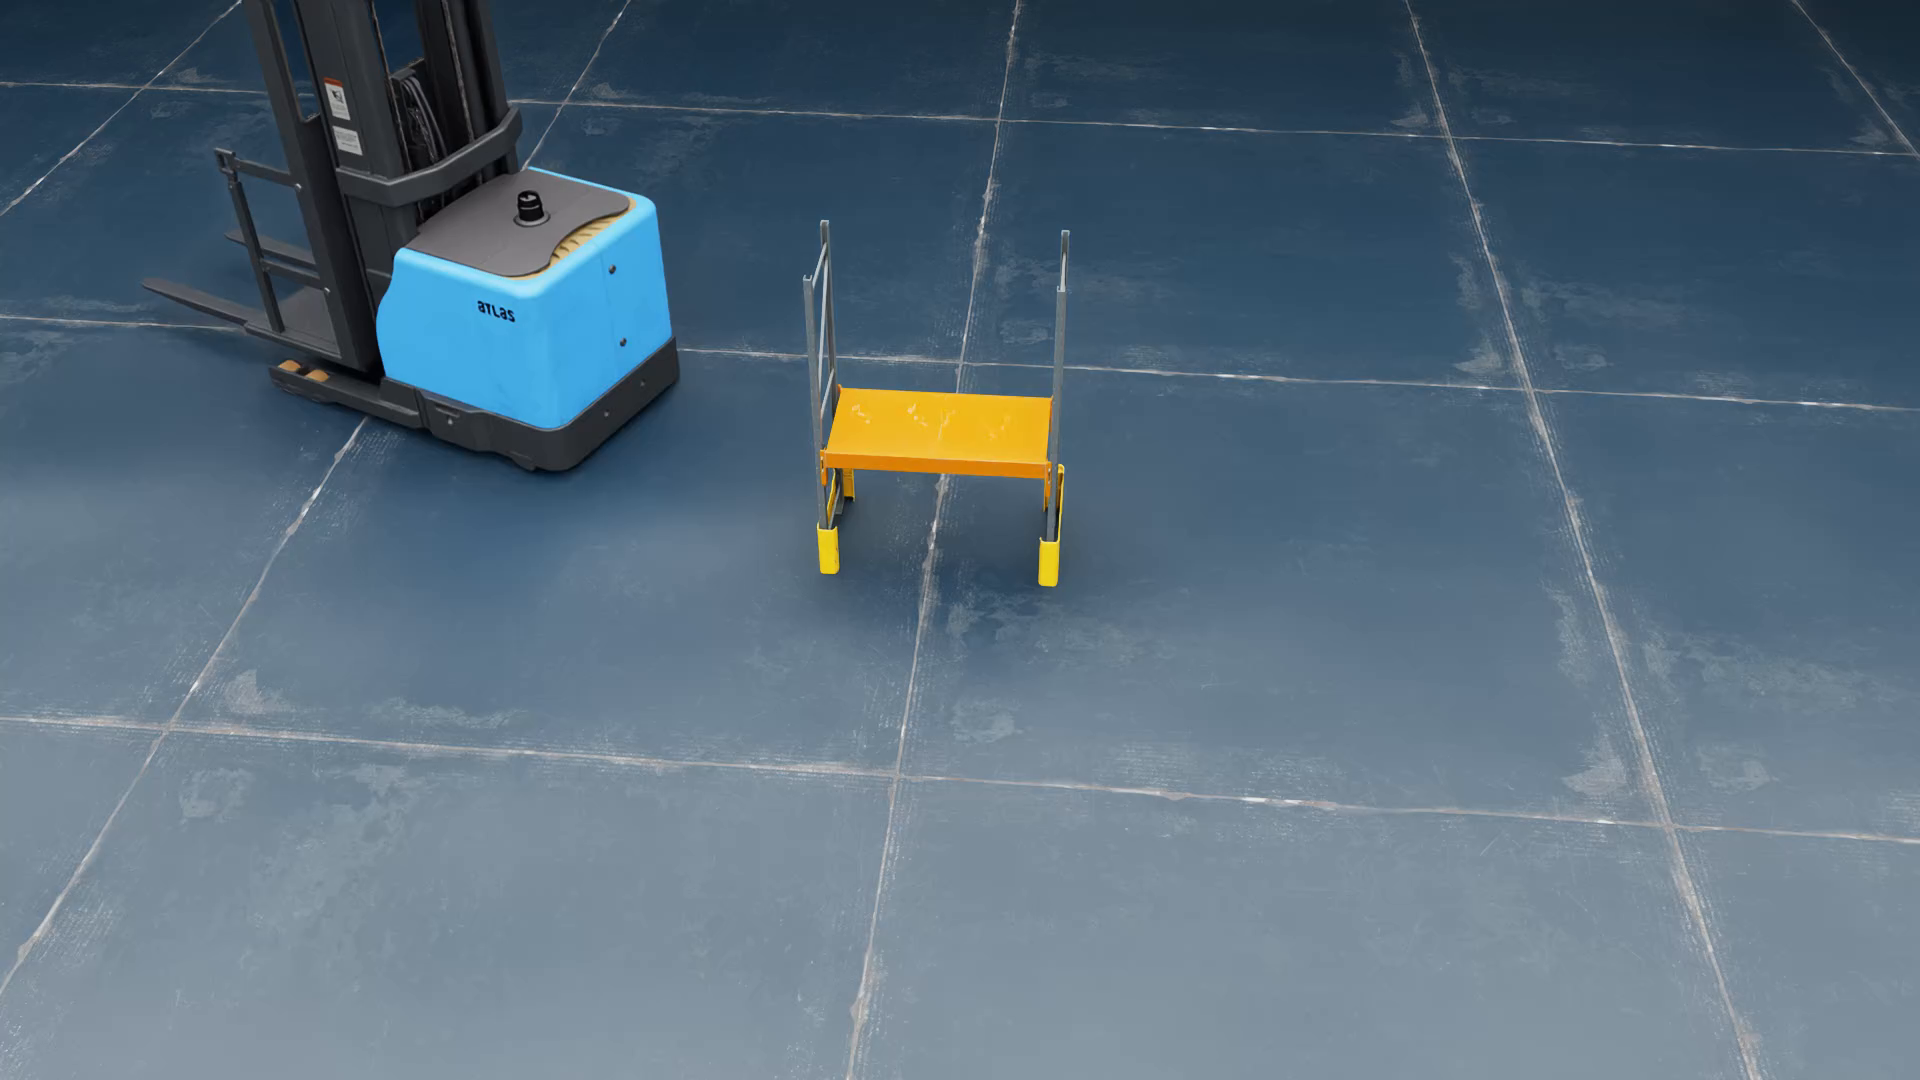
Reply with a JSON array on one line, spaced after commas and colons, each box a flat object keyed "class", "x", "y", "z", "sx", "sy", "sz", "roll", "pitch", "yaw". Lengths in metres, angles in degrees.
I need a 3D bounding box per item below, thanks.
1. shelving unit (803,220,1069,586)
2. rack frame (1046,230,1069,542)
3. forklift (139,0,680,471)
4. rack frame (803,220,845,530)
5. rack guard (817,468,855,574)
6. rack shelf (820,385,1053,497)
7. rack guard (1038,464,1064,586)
[{"class": "shelving unit", "x": -0.076, "y": -0.586, "z": 7.282, "sx": 1.083, "sy": 1.500, "sz": 0.587, "roll": 3, "pitch": 39, "yaw": 4}, {"class": "rack frame", "x": 0.421, "y": -0.559, "z": 7.248, "sx": 0.032, "sy": 1.500, "sz": 0.500, "roll": 3, "pitch": 39, "yaw": 4}, {"class": "forklift", "x": -3.015, "y": -2.125, "z": 8.039, "sx": 3.031, "sy": 2.935, "sz": 1.130, "roll": 18, "pitch": 43, "yaw": 21}, {"class": "rack frame", "x": -0.591, "y": -0.614, "z": 7.316, "sx": 0.032, "sy": 1.500, "sz": 0.500, "roll": 3, "pitch": 39, "yaw": 4}, {"class": "rack guard", "x": -0.572, "y": -0.128, "z": 7.710, "sx": 0.087, "sy": 0.250, "sz": 0.587, "roll": 3, "pitch": 39, "yaw": 4}, {"class": "rack shelf", "x": -0.085, "y": -0.447, "z": 7.396, "sx": 1.000, "sy": 0.185, "sz": 0.538, "roll": 3, "pitch": 39, "yaw": 4}, {"class": "rack guard", "x": 0.420, "y": -0.074, "z": 7.643, "sx": 0.087, "sy": 0.250, "sz": 0.587, "roll": 3, "pitch": 39, "yaw": 4}]
